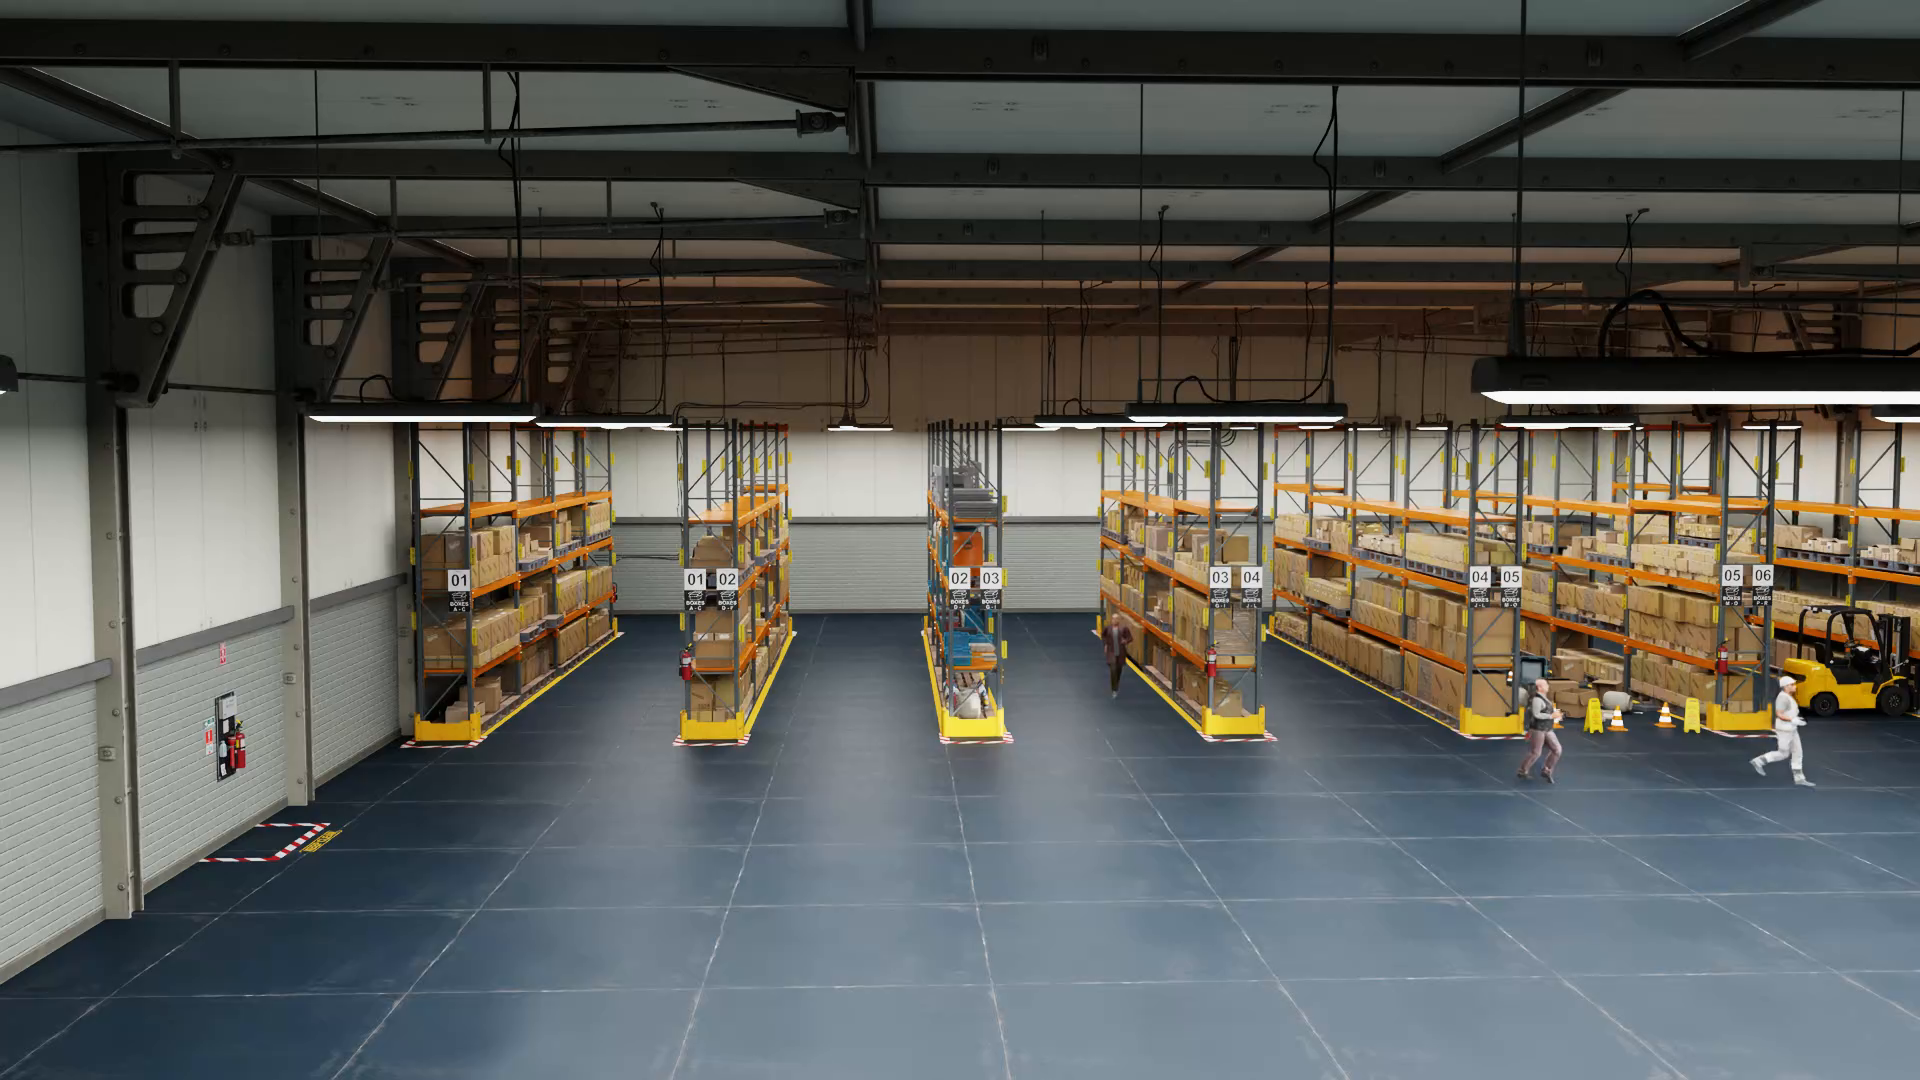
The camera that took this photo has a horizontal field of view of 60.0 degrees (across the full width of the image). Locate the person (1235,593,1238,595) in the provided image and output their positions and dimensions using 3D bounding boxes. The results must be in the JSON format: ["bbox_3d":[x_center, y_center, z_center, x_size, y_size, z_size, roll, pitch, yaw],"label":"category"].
[{"bbox_3d":[7.689,1.882,47.718,0.648,1.604,0.755,3,5,42],"label":"person"}]

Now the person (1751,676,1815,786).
[{"bbox_3d":[13.425,3.098,27.079,0.959,1.774,0.653,3,5,39],"label":"person"}]

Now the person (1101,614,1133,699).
[{"bbox_3d":[3.427,2.507,36.295,0.686,1.804,0.977,0,4,2],"label":"person"}]

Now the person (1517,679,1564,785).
[{"bbox_3d":[9.467,3.231,27.090,0.756,1.588,0.604,3,5,39],"label":"person"}]
